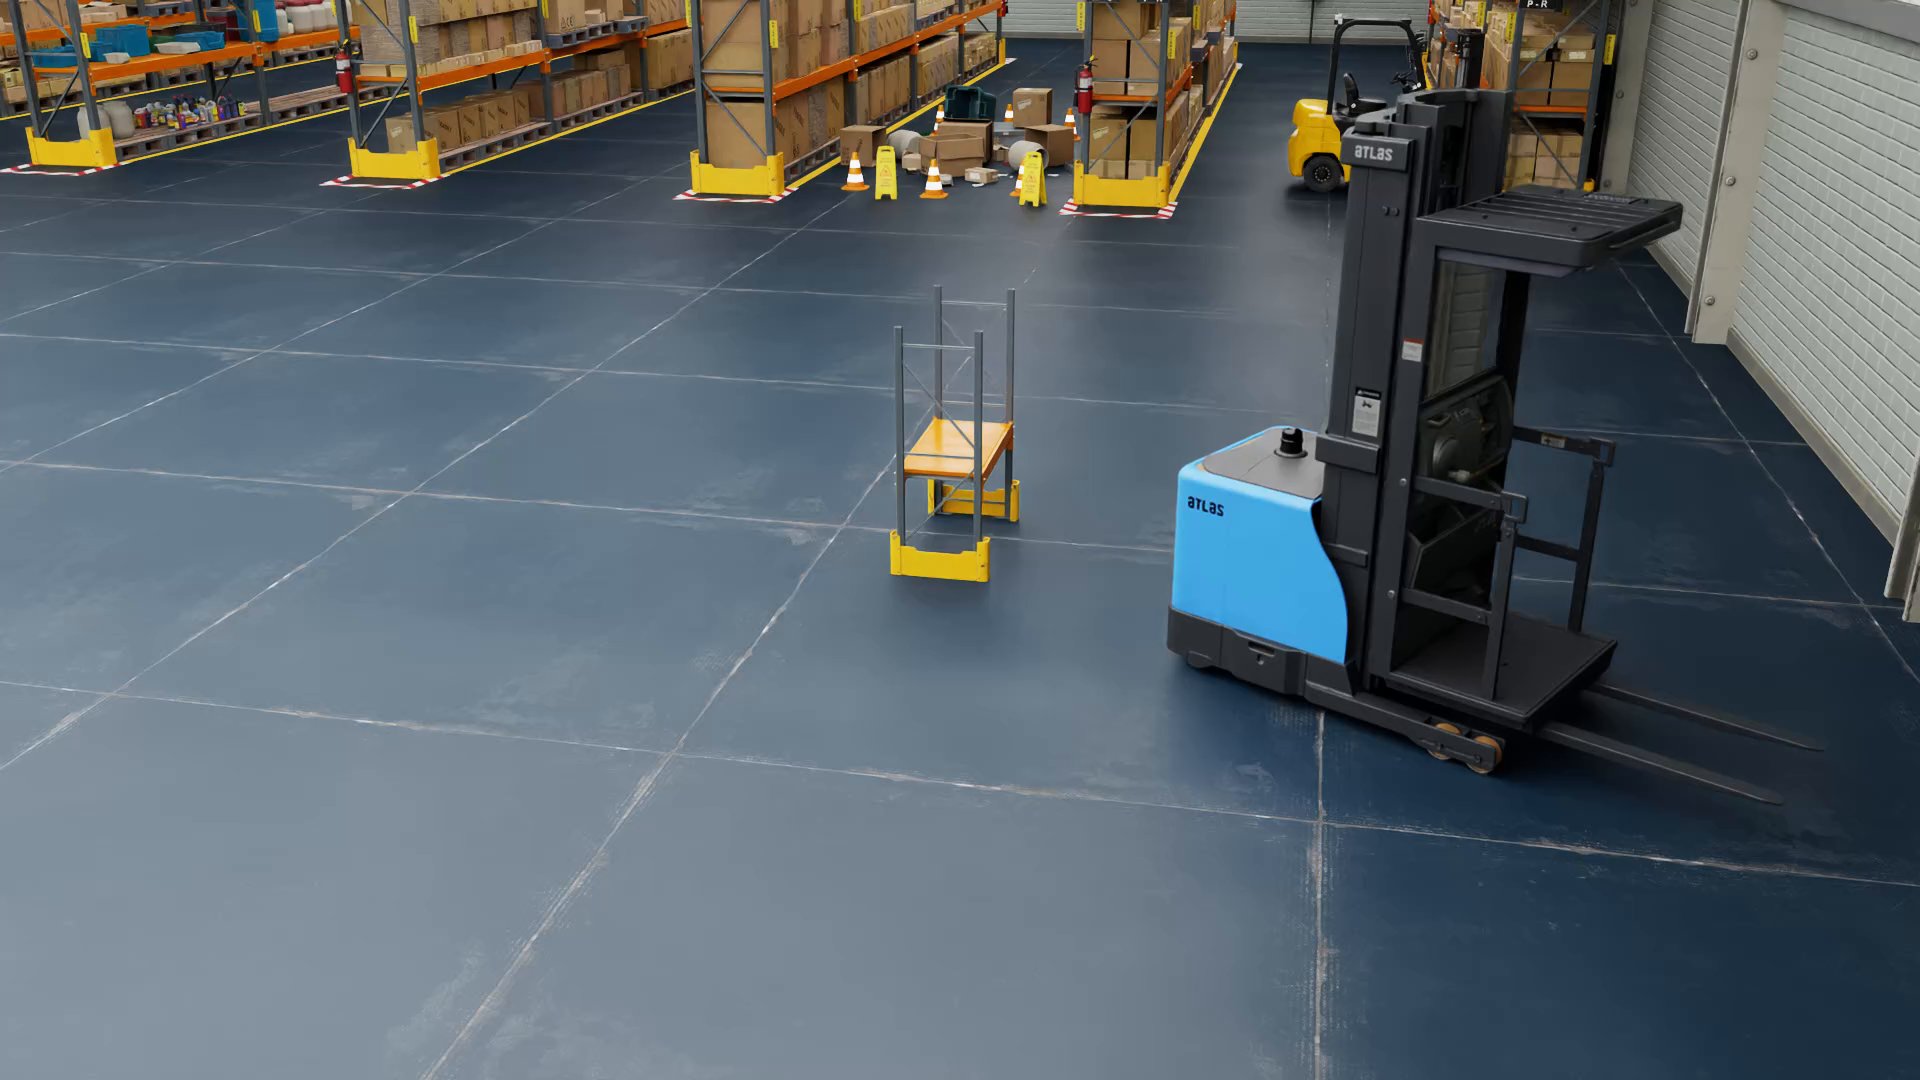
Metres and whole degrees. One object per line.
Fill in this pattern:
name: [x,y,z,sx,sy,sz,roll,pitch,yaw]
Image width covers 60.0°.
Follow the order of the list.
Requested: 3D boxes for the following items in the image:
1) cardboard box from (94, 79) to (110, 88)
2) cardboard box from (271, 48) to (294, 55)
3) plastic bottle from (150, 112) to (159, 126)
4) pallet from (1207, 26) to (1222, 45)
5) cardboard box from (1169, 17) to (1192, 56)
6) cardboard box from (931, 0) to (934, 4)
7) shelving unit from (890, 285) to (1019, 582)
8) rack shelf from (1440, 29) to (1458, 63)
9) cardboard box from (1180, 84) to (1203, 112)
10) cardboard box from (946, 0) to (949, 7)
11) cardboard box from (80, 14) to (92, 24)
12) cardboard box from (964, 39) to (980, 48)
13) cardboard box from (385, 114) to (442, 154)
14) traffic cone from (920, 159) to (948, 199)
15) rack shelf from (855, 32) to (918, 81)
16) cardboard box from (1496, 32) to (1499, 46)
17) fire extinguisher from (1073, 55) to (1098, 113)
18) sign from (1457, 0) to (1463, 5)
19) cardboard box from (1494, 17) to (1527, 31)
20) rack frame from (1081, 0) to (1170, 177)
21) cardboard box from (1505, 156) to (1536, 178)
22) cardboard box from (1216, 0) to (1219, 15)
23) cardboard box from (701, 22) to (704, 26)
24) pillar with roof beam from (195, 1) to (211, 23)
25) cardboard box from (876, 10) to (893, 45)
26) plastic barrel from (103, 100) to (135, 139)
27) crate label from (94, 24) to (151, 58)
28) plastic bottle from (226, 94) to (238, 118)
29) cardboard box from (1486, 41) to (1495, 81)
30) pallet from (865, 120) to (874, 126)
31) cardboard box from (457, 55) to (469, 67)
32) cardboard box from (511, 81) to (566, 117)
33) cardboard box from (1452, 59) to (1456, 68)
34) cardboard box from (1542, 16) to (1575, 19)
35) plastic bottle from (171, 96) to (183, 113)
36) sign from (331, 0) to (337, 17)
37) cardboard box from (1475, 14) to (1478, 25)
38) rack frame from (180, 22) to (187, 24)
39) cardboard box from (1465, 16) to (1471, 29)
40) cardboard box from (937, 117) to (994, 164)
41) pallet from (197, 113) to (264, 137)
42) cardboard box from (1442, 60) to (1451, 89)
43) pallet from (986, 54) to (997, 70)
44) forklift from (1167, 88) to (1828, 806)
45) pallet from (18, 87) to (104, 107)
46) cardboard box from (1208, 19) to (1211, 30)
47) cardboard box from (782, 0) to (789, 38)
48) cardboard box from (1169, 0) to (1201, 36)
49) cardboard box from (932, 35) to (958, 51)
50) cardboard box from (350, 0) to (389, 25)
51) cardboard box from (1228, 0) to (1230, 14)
cardboard box: [-15.843,-8.352,30.195,0.500,0.250,0.500,5,22,12]
cardboard box: [-14.653,-10.573,35.601,0.500,0.311,0.500,4,22,11]
plastic bottle: [-12.373,-6.461,25.537,0.097,0.201,0.097,0,22,0]
pallet: [3.590,-8.147,26.823,1.213,0.211,1.003,4,22,11]
cardboard box: [2.968,-7.044,23.297,0.500,0.500,0.500,4,22,10]
cardboard box: [-0.678,-9.694,29.783,0.380,0.149,0.250,4,22,10]
shelving unit: [-0.016,-0.668,10.004,0.587,1.500,1.083,4,22,11]
rack shelf: [8.900,-8.525,28.469,1.077,0.370,4.000,4,22,11]
cardboard box: [3.507,-7.274,27.356,0.950,0.372,0.625,3,22,7]
cardboard box: [-0.411,-10.039,31.040,0.380,0.149,0.250,4,22,11]
cardboard box: [-15.972,-9.429,30.087,0.380,0.149,0.250,6,23,15]
cardboard box: [0.198,-10.136,33.963,0.380,0.149,0.250,5,22,11]
cardboard box: [-7.558,-5.596,23.018,0.500,0.500,0.500,9,24,21]
traffic cone: [-0.332,-4.618,21.200,0.336,0.463,0.334,4,22,11]
rack shelf: [-1.643,-7.780,26.618,1.077,0.370,4.000,4,22,11]
cardboard box: [7.018,-6.351,21.106,0.380,0.149,0.250,4,22,10]
fire extinguisher: [1.525,-5.536,20.188,0.296,0.674,0.183,4,22,11]
sign: [7.958,-8.666,26.411,0.100,0.325,0.005,4,22,11]
cardboard box: [7.132,-6.676,21.514,0.380,0.149,0.250,4,22,10]
rack frame: [1.999,-5.579,20.190,1.000,3.000,0.127,4,22,11]
cardboard box: [6.652,-4.555,20.097,0.500,0.250,0.500,4,22,10]
cardboard box: [4.197,-9.203,28.722,0.500,0.250,0.500,4,22,11]
cardboard box: [-5.365,-9.696,32.696,1.225,0.875,0.875,5,22,11]
pillar with roof beam: [-15.066,-16.826,40.088,9.100,9.000,0.400,4,22,11]
cardboard box: [-1.370,-8.153,26.448,0.500,0.500,0.500,5,22,12]
plastic barrel: [-12.389,-6.182,24.457,0.421,0.512,0.421,0,22,0]
crate label: [-12.440,-7.422,24.719,0.502,0.435,0.616,4,22,11]
plastic bottle: [-11.584,-6.892,26.409,0.144,0.351,0.185,4,22,9]
cardboard box: [7.137,-6.191,21.578,0.500,0.500,0.500,4,22,10]
pallet: [-1.967,-6.376,25.903,1.003,0.211,1.213,4,22,11]
cardboard box: [-7.162,-6.761,23.463,0.380,0.149,0.250,4,22,11]
cardboard box: [-6.740,-7.064,26.636,0.700,0.500,0.500,3,22,7]
cardboard box: [8.642,-8.146,28.481,0.380,0.149,0.250,3,22,8]
cardboard box: [7.784,-6.727,21.642,0.380,0.149,0.250,4,22,10]
plastic bottle: [-12.344,-6.817,26.222,0.144,0.351,0.185,4,22,9]
sign: [-8.242,-7.067,21.914,0.100,0.325,0.005,4,22,11]
cardboard box: [7.588,-7.441,23.812,0.380,0.149,0.250,4,22,9]
rack frame: [-18.985,-13.318,39.408,1.000,3.000,0.127,4,22,11]
cardboard box: [7.934,-7.773,25.170,0.500,0.250,0.500,4,22,10]
cardboard box: [0.062,-5.662,23.556,0.797,0.637,0.503,4,22,11]
pallet: [-11.913,-6.639,26.554,1.003,0.211,1.213,4,22,11]
cardboard box: [8.890,-8.270,29.657,0.500,0.500,0.500,4,22,10]
pallet: [0.182,-10.155,35.285,1.003,0.211,1.213,4,22,11]
forklift: [2.533,-0.505,7.683,3.031,2.935,1.130,18,28,38]
pallet: [-16.224,-7.980,29.885,1.003,0.211,1.213,4,22,11]
cardboard box: [3.804,-8.246,26.586,0.380,0.149,0.250,4,22,10]
cardboard box: [-2.732,-6.830,21.652,0.875,0.550,0.550,4,22,11]
cardboard box: [3.192,-7.570,24.041,0.500,0.500,0.500,5,22,12]
cardboard box: [-0.323,-9.399,31.456,0.500,0.250,0.500,4,22,9]
cardboard box: [-7.832,-7.202,22.351,0.500,0.500,0.500,4,22,11]
cardboard box: [4.907,-10.349,31.901,0.500,0.500,0.500,5,22,11]
